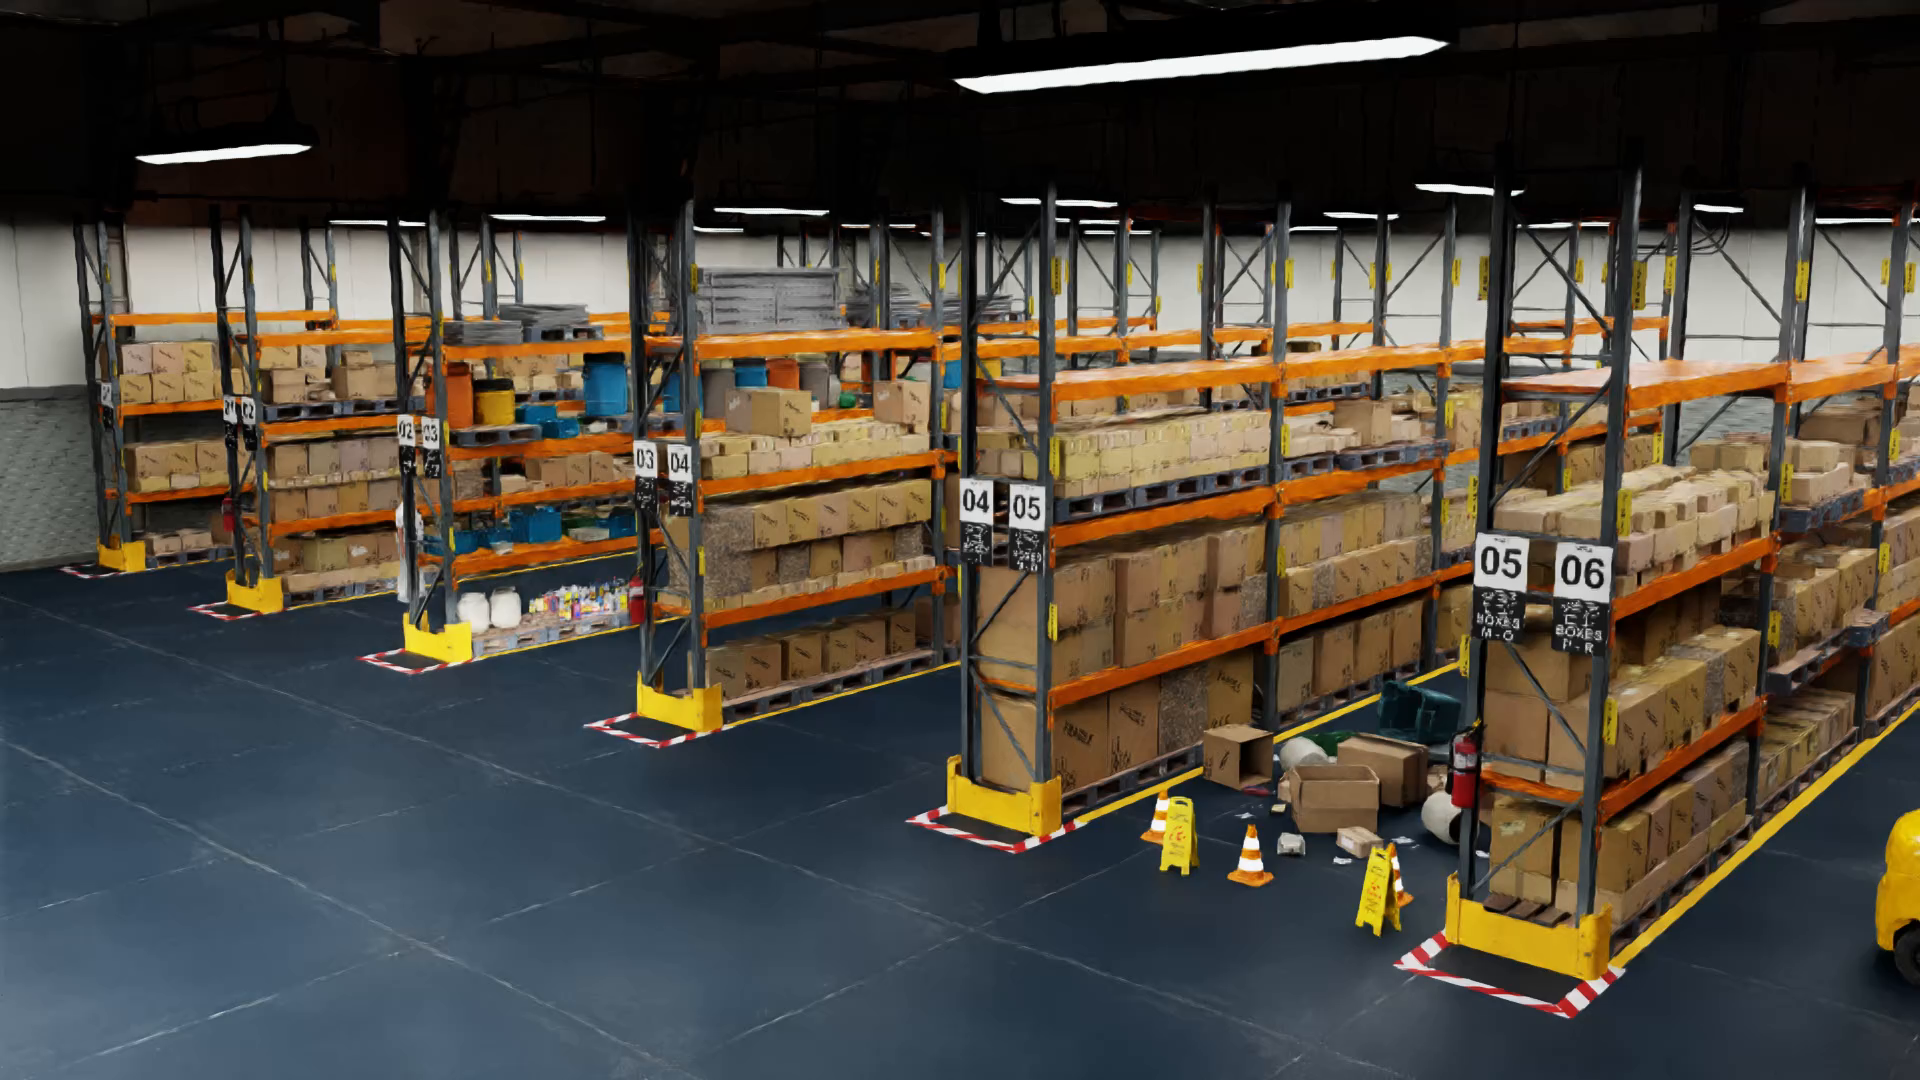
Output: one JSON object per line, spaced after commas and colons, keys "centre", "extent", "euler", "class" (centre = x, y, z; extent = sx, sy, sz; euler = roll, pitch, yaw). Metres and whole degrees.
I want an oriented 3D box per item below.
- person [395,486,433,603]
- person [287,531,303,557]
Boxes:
{"centre": [-8.417, 0.055, 25.557], "extent": [0.470, 1.763, 0.586], "euler": [1, 10, 8], "class": "person"}
{"centre": [-11.755, -0.563, 29.320], "extent": [0.456, 1.758, 0.604], "euler": [2, 10, 12], "class": "person"}
